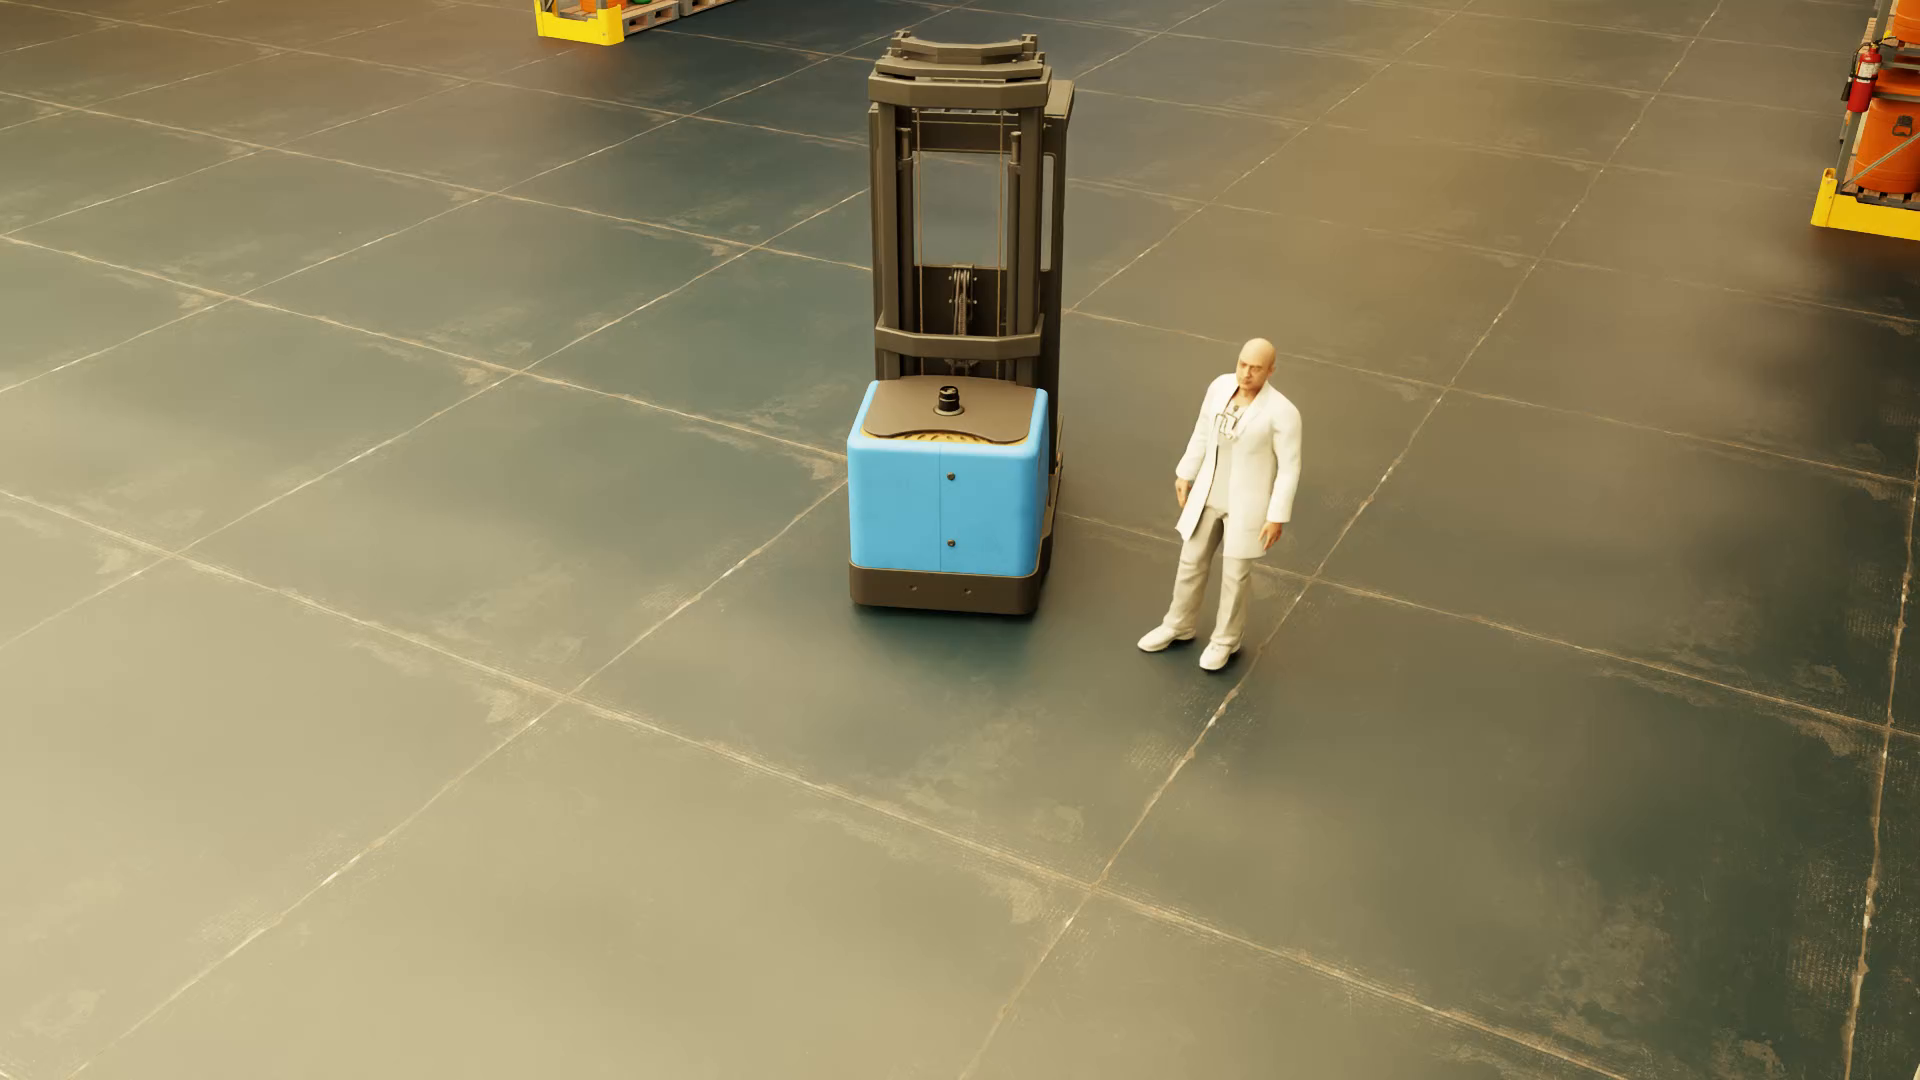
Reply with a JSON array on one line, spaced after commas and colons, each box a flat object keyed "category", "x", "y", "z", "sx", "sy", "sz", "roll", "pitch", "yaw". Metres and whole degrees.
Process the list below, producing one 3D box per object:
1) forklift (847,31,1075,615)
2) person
[{"category": "forklift", "x": 0.072, "y": -1.572, "z": 9.794, "sx": 1.130, "sy": 2.935, "sz": 3.031, "roll": 3, "pitch": 30, "yaw": 6}, {"category": "person", "x": 1.348, "y": -0.167, "z": 8.510, "sx": 0.713, "sy": 1.782, "sz": 0.538, "roll": 26, "pitch": 39, "yaw": 37}]
